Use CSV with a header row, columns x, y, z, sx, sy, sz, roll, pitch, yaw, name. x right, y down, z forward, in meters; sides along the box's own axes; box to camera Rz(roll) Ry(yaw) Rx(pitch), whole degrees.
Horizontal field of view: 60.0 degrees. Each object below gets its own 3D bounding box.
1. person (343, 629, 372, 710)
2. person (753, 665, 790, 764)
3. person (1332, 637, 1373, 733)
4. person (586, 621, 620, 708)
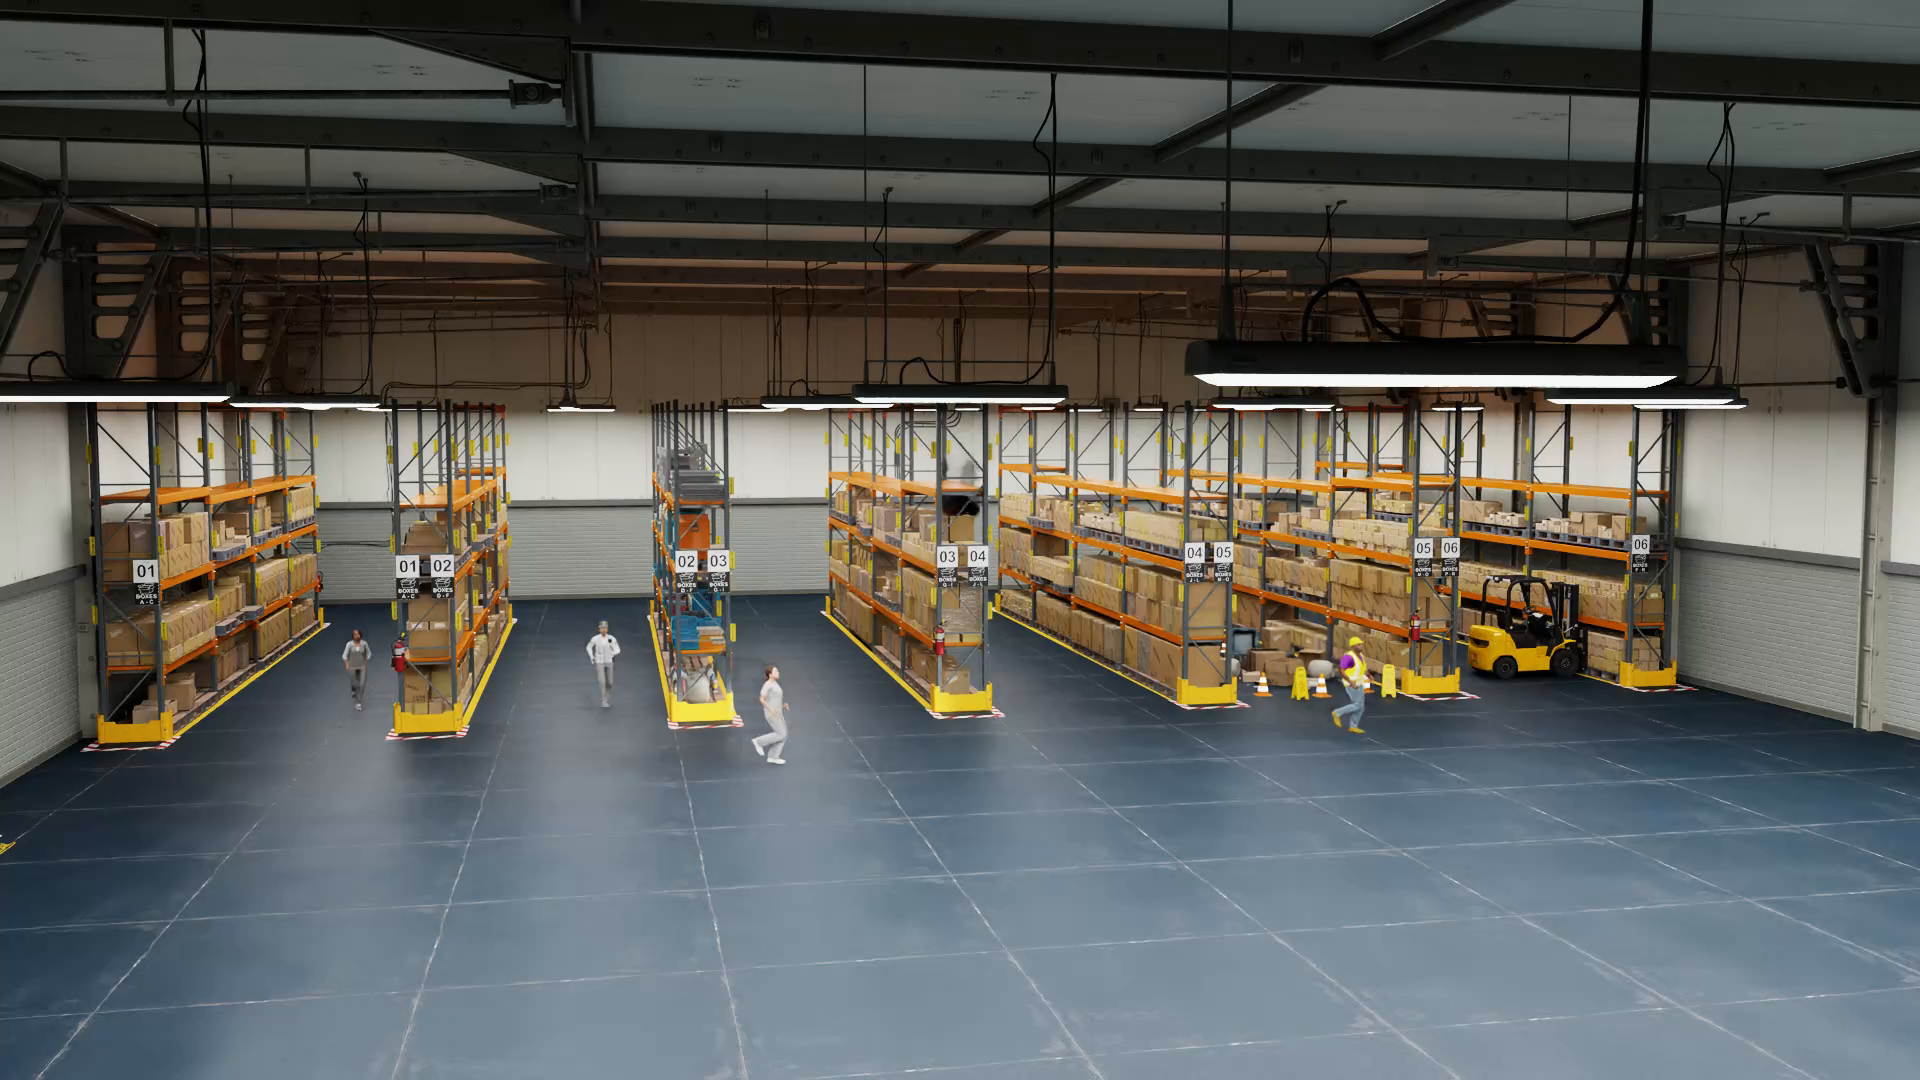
x,y,z,sx,sy,sz,roll,pitch,yaw,name
-11.754,2.509,32.445,0.537,1.558,0.549,-2,5,-25,person
-3.101,2.862,27.311,0.573,1.628,0.552,1,4,12,person
7.088,2.607,29.990,0.632,1.734,0.691,3,5,37,person
-6.994,2.416,32.666,0.624,1.669,0.858,-2,5,-21,person
